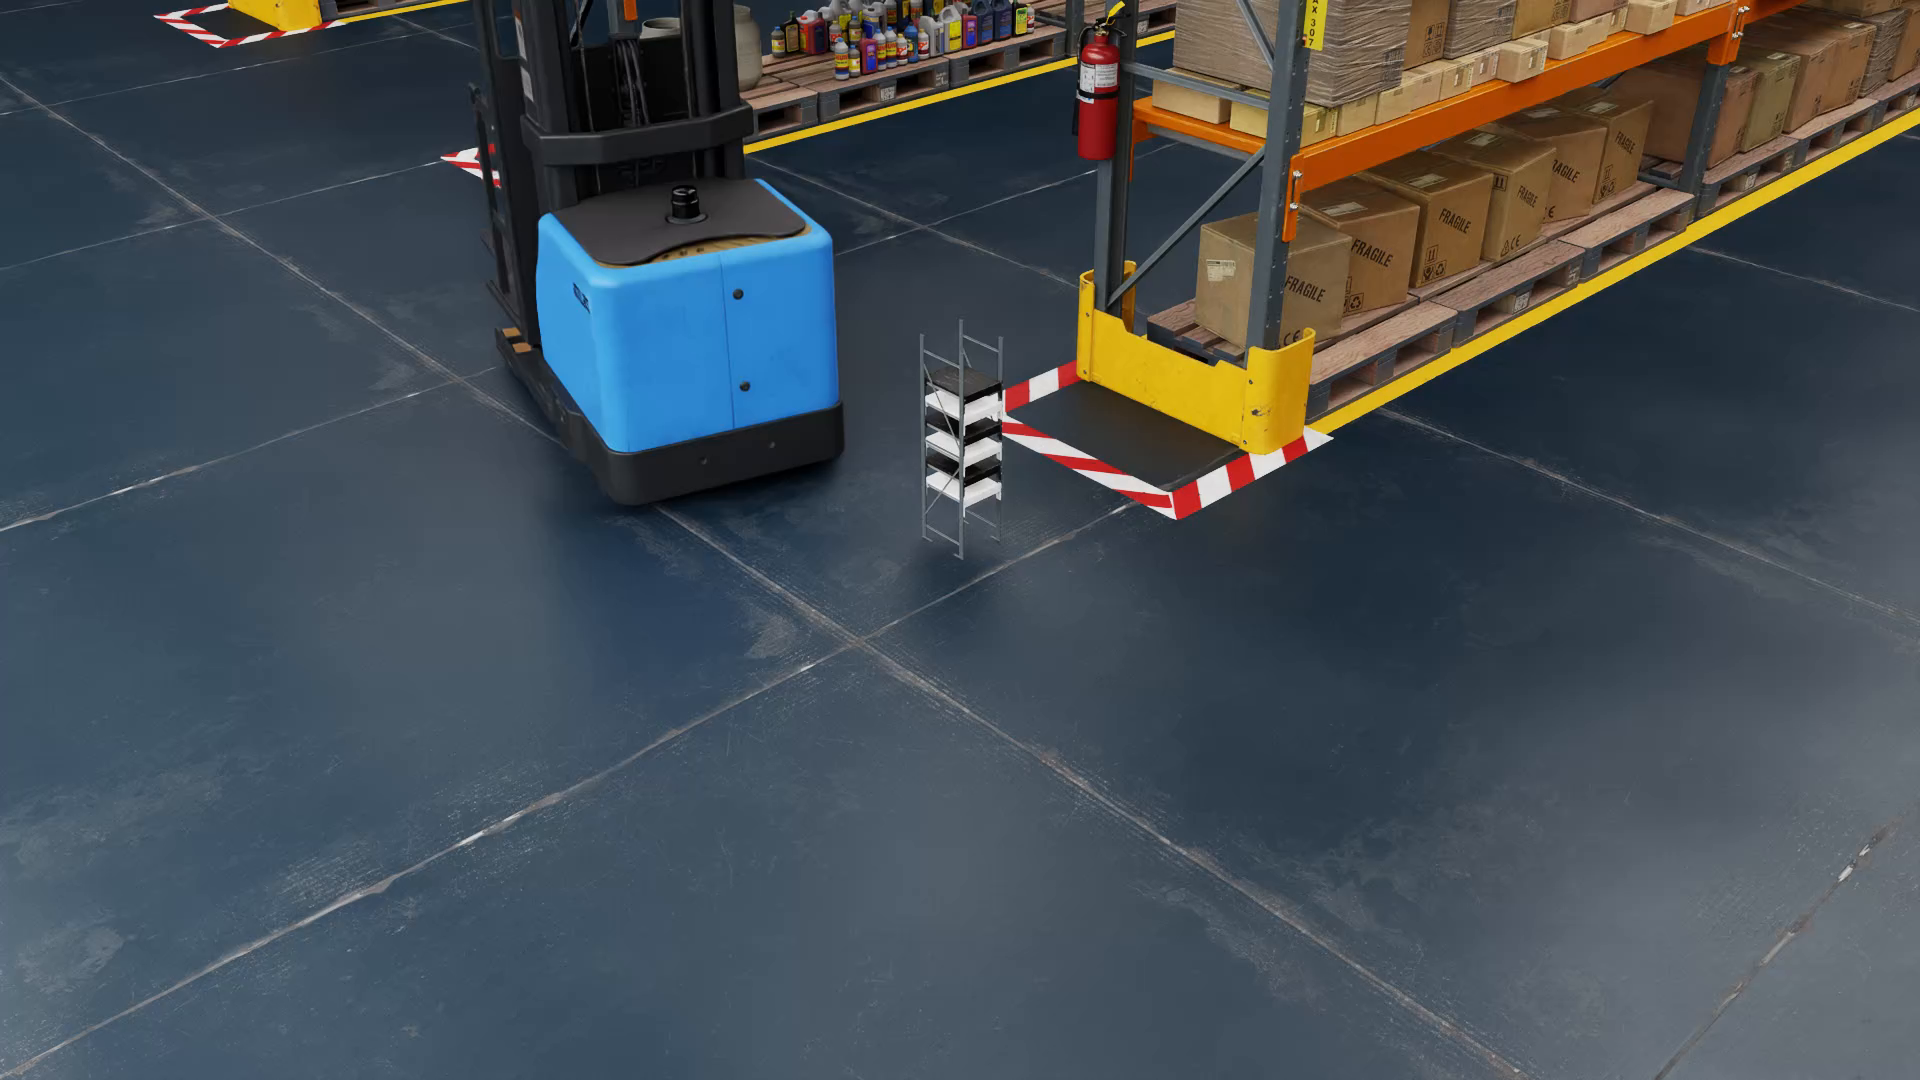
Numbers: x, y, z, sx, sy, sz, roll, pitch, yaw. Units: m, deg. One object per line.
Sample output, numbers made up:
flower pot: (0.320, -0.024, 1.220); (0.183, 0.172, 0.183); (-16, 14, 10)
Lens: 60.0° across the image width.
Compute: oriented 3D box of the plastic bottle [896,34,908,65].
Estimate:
plastic bottle: (-0.425, -3.504, 11.866); (0.097, 0.201, 0.097); (0, 31, 0)

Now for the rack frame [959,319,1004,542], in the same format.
rack frame: (0.081, -0.423, 6.579); (0.006, 0.900, 0.240); (-26, 40, -35)

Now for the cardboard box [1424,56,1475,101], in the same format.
cardboard box: (2.123, -2.149, 7.630); (0.250, 0.149, 0.380); (-26, 40, -35)

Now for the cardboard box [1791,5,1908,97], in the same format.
cardboard box: (5.995, -3.412, 11.428); (0.700, 0.500, 0.500); (25, 40, 35)

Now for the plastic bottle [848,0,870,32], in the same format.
plastic bottle: (-0.754, -3.925, 12.412); (0.185, 0.351, 0.144); (-26, 40, -36)

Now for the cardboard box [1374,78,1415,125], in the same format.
cardboard box: (1.765, -1.967, 7.332); (0.250, 0.149, 0.380); (-26, 40, -35)

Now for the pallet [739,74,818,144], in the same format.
pallet: (-1.740, -2.936, 11.349); (1.213, 0.211, 1.003); (-26, 40, -35)

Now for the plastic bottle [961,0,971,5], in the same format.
plastic bottle: (0.038, -4.292, 13.087); (0.097, 0.271, 0.097); (0, 31, 0)

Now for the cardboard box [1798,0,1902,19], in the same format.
cardboard box: (6.018, -3.737, 11.242); (0.500, 0.250, 0.500); (-21, 37, -30)

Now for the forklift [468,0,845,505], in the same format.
forklift: (-1.632, -2.138, 7.436); (1.130, 2.935, 3.031); (-15, 35, -23)

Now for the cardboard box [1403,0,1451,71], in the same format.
cardboard box: (1.711, -2.477, 7.545); (0.500, 0.500, 0.875); (-26, 40, -35)

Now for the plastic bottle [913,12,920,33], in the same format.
plastic bottle: (-0.279, -3.705, 12.116); (0.133, 0.283, 0.061); (-26, 40, -35)

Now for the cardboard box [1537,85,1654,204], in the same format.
cardboard box: (3.617, -2.305, 9.637); (0.500, 0.500, 0.500); (-27, 41, -37)

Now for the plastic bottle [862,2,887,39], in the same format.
plastic bottle: (-0.635, -3.846, 12.353); (0.135, 0.276, 0.152); (-26, 40, -35)

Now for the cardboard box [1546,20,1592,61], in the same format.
cardboard box: (2.870, -2.496, 8.198); (0.250, 0.149, 0.380); (-26, 40, -35)

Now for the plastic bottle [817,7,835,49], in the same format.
plastic bottle: (-1.009, -3.767, 12.225); (0.135, 0.276, 0.152); (-27, 41, -37)

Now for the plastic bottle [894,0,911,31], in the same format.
plastic bottle: (-0.443, -4.076, 12.658); (0.144, 0.351, 0.185); (27, 41, 37)

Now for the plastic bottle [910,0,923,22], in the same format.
plastic bottle: (-0.328, -4.012, 12.629); (0.097, 0.271, 0.097); (0, 31, 0)

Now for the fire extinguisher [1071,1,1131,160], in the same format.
fire extinguisher: (0.607, -2.002, 7.223); (0.183, 0.674, 0.296); (-26, 40, -35)

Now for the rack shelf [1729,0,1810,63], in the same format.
rack shelf: (5.404, -3.721, 10.649); (4.000, 0.370, 1.077); (-26, 40, -35)

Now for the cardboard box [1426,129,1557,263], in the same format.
cardboard box: (2.800, -1.848, 8.891); (0.500, 0.500, 0.500); (25, 39, 35)

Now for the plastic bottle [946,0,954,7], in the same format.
plastic bottle: (-0.108, -4.131, 12.813); (0.133, 0.283, 0.061); (-26, 40, -35)

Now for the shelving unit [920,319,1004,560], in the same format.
shelving unit: (0.006, -0.387, 6.520); (0.210, 0.900, 0.258); (-26, 40, -35)

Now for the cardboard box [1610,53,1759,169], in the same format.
cardboard box: (4.402, -2.649, 10.182); (0.700, 0.500, 0.500); (26, 40, 35)

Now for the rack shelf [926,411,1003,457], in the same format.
rack shelf: (0.006, -0.435, 6.490); (0.200, 0.077, 0.258); (-26, 40, -35)

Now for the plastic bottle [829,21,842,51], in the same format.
plastic bottle: (-0.911, -3.694, 12.177); (0.097, 0.201, 0.097); (0, 31, 0)

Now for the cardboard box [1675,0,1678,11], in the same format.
cardboard box: (3.566, -2.872, 8.812); (0.250, 0.149, 0.380); (-26, 40, -35)

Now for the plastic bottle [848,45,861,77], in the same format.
plastic bottle: (-0.746, -3.349, 11.612); (0.097, 0.201, 0.097); (0, 31, 0)

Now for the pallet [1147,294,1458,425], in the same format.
pallet: (1.680, -1.012, 8.202); (1.213, 0.211, 1.003); (-26, 40, -35)

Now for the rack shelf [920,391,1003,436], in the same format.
rack shelf: (0.006, -0.512, 6.443); (0.200, 0.077, 0.258); (-26, 40, -35)

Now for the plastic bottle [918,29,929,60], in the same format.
plastic bottle: (-0.274, -3.577, 11.985); (0.097, 0.201, 0.097); (0, 31, 0)

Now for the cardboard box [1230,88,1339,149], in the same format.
cardboard box: (1.375, -1.802, 7.063); (0.250, 0.149, 0.380); (-26, 40, -35)

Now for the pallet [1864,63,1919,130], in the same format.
pallet: (6.297, -3.271, 11.897); (1.213, 0.211, 1.003); (-26, 40, -35)

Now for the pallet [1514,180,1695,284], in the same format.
pallet: (3.469, -1.877, 9.617); (1.213, 0.211, 1.003); (-26, 40, -35)

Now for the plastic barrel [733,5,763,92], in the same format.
plastic barrel: (-1.565, -3.353, 11.340); (0.421, 0.512, 0.421); (0, 31, 0)

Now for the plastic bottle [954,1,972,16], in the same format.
plastic bottle: (0.034, -3.880, 12.409); (0.135, 0.276, 0.152); (-26, 40, -35)

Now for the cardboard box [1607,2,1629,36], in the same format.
cardboard box: (3.185, -2.702, 8.535); (0.250, 0.149, 0.380); (-26, 40, -35)

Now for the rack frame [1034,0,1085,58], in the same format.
rack frame: (0.570, -5.213, 12.400); (0.127, 3.000, 1.000); (-26, 40, -35)

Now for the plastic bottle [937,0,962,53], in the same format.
plastic bottle: (-0.084, -3.749, 12.124); (0.185, 0.351, 0.144); (-26, 40, -36)

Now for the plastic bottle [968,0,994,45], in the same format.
plastic bottle: (0.153, -3.864, 12.311); (0.144, 0.351, 0.185); (27, 40, 37)

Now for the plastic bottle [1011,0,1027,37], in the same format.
plastic bottle: (0.441, -3.945, 12.509); (0.133, 0.283, 0.061); (-24, 39, -33)

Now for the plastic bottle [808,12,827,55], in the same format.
plastic bottle: (-1.038, -3.681, 12.076); (0.133, 0.283, 0.061); (-26, 40, -35)

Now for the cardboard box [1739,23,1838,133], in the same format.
cardboard box: (5.175, -3.010, 10.771); (0.700, 0.500, 0.500); (25, 40, 35)

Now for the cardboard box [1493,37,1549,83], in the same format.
cardboard box: (2.541, -2.297, 7.873); (0.250, 0.149, 0.380); (-26, 40, -35)

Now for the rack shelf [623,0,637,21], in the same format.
rack shelf: (-0.897, -4.197, 11.428); (4.000, 0.370, 1.077); (-26, 40, -35)

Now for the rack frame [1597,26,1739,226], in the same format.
rack frame: (3.937, -3.319, 9.302); (0.127, 3.000, 1.000); (-26, 40, -35)

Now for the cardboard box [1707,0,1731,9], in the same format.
cardboard box: (3.980, -3.023, 9.059); (0.250, 0.149, 0.380); (-26, 40, -35)

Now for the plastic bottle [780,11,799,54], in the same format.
plastic bottle: (-1.241, -3.691, 12.093); (0.133, 0.283, 0.061); (-25, 39, -34)

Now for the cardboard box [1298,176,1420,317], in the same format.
cardboard box: (1.889, -1.453, 8.244); (0.500, 0.500, 0.500); (-15, 35, -23)

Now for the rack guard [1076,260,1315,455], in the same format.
rack guard: (1.060, -0.860, 7.678); (0.348, 0.500, 1.175); (-26, 40, -35)

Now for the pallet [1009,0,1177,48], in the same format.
pallet: (1.119, -4.317, 13.607); (1.213, 0.211, 1.003); (-26, 40, -35)

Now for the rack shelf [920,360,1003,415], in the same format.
rack shelf: (0.006, -0.589, 6.396); (0.200, 0.077, 0.258); (-26, 40, -35)

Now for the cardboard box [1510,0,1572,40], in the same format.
cardboard box: (2.482, -2.811, 8.090); (0.500, 0.500, 0.875); (-26, 40, -35)

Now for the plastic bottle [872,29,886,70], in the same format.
plastic bottle: (-0.571, -3.464, 11.732); (0.097, 0.271, 0.097); (0, 31, 0)

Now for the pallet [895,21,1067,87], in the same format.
pallet: (0.049, -3.801, 12.764); (1.213, 0.211, 1.003); (-26, 40, -35)
